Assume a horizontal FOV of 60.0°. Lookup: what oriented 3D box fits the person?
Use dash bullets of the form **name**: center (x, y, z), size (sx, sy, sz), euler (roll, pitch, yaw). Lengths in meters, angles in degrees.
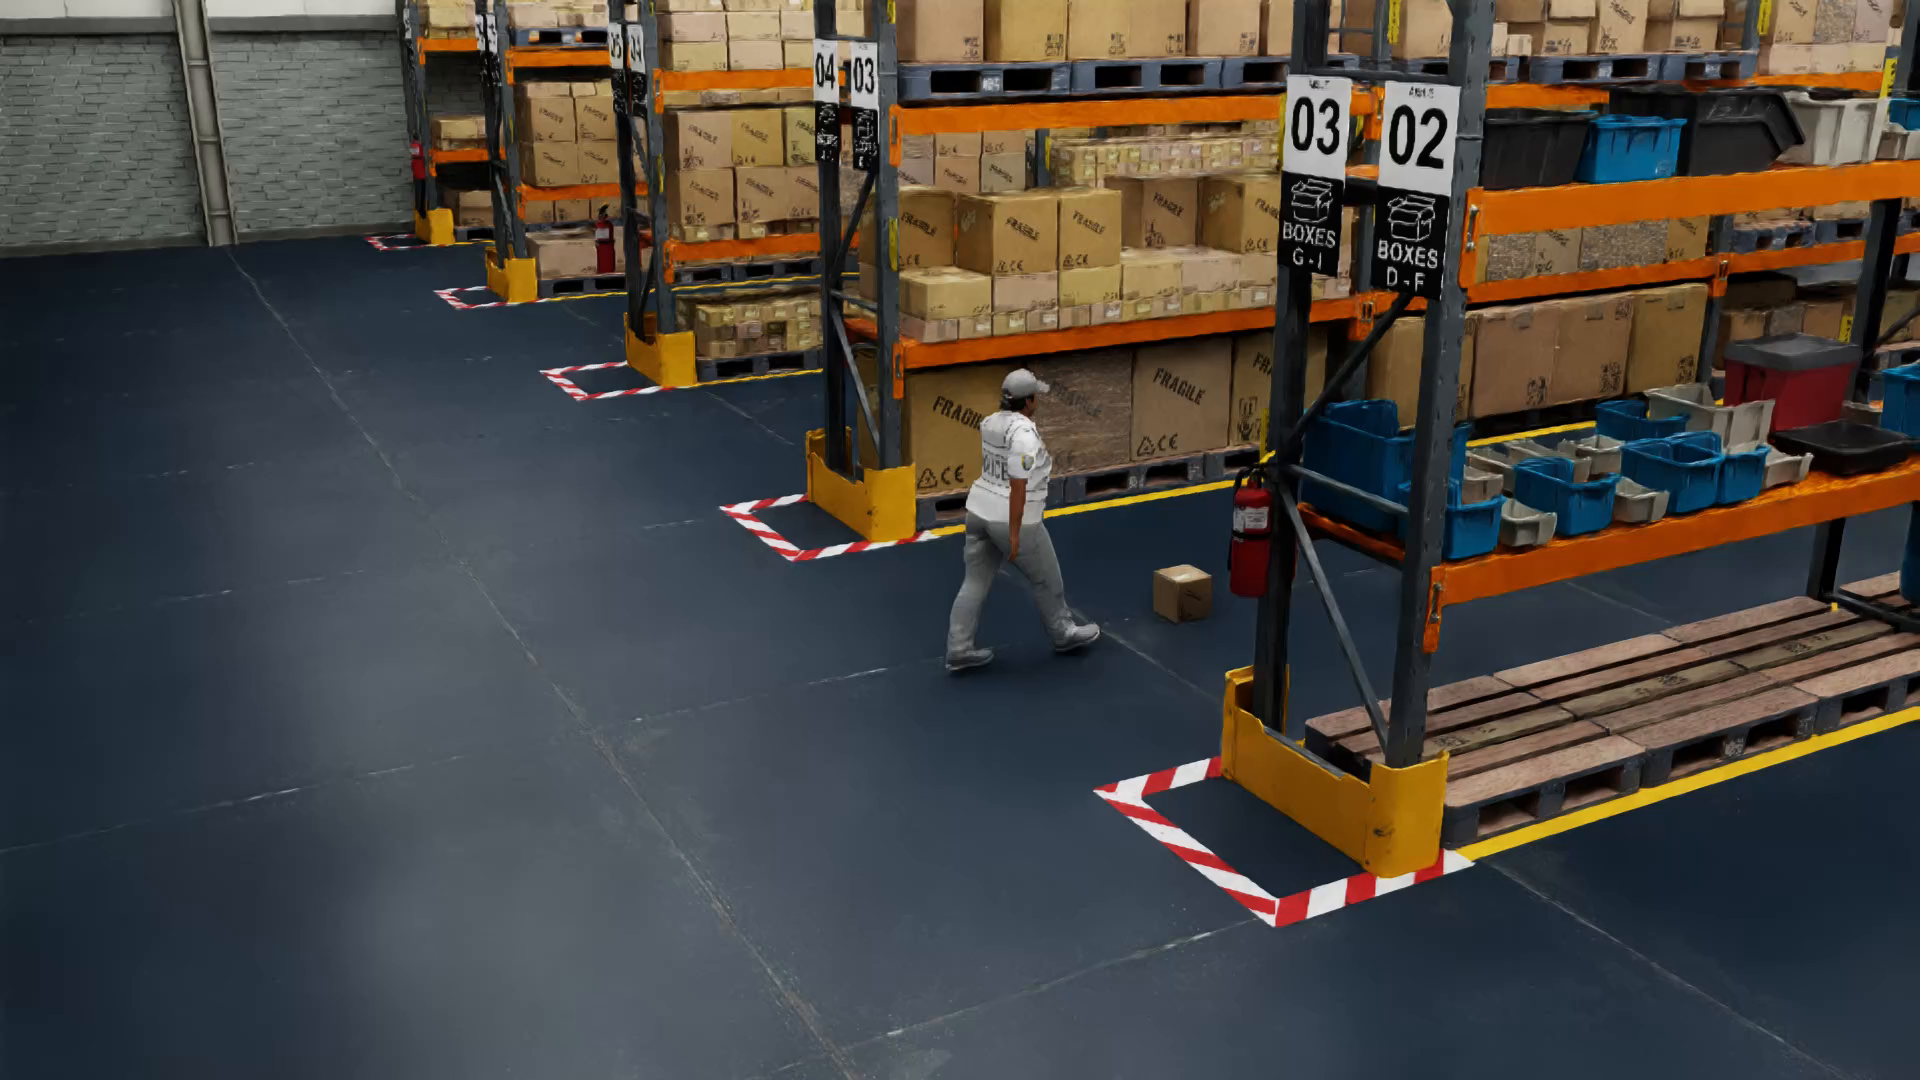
- **person**: center (0.313, -0.138, 8.967), size (0.928, 1.606, 0.497), euler (-13, 23, -34)
